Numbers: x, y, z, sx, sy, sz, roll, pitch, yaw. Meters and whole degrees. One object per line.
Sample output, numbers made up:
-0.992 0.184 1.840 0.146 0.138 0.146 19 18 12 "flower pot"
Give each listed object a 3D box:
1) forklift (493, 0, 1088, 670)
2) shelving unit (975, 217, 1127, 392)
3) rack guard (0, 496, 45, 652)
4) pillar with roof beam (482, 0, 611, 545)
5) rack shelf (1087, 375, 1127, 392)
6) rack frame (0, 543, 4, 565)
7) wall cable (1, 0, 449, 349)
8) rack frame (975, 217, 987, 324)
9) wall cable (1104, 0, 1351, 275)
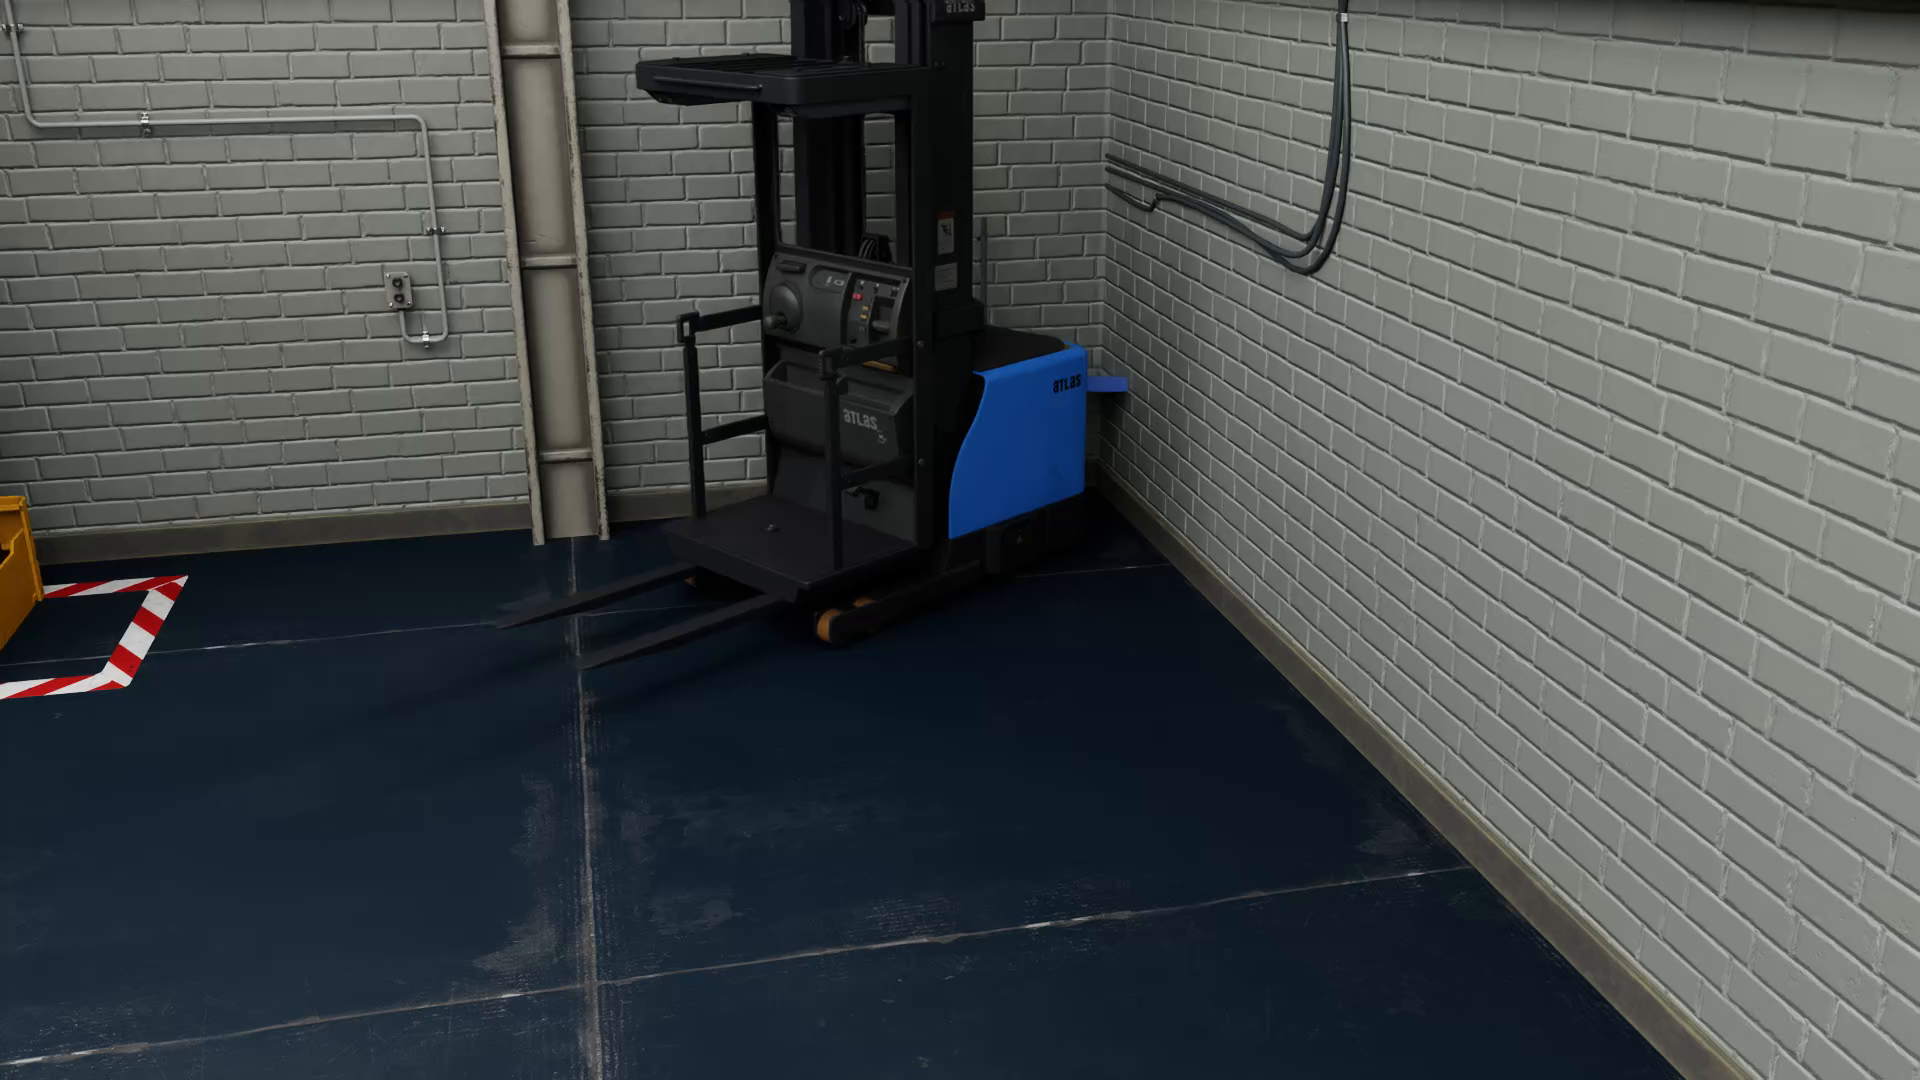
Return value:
-0.725 -1.097 7.548 1.130 2.935 3.031 18 27 41 "forklift"
0.597 -1.010 9.236 1.048 1.500 0.538 -1 7 -8 "shelving unit"
-4.487 0.227 7.467 0.348 0.500 1.175 -5 21 -12 "rack guard"
-1.092 -2.824 3.440 0.400 9.000 9.100 -5 21 -12 "pillar with roof beam"
0.598 -0.831 9.257 1.000 0.185 0.538 -1 7 -8 "rack shelf"
-4.511 -0.945 7.032 0.127 3.000 1.000 -5 21 -12 "rack frame"
-3.482 -1.840 7.999 1.851 1.984 0.084 -5 21 -12 "wall cable"
0.094 -1.000 9.162 0.032 1.500 0.500 -1 7 -8 "rack frame"
1.076 -2.632 7.430 0.112 2.526 3.097 -5 21 -12 "wall cable"
